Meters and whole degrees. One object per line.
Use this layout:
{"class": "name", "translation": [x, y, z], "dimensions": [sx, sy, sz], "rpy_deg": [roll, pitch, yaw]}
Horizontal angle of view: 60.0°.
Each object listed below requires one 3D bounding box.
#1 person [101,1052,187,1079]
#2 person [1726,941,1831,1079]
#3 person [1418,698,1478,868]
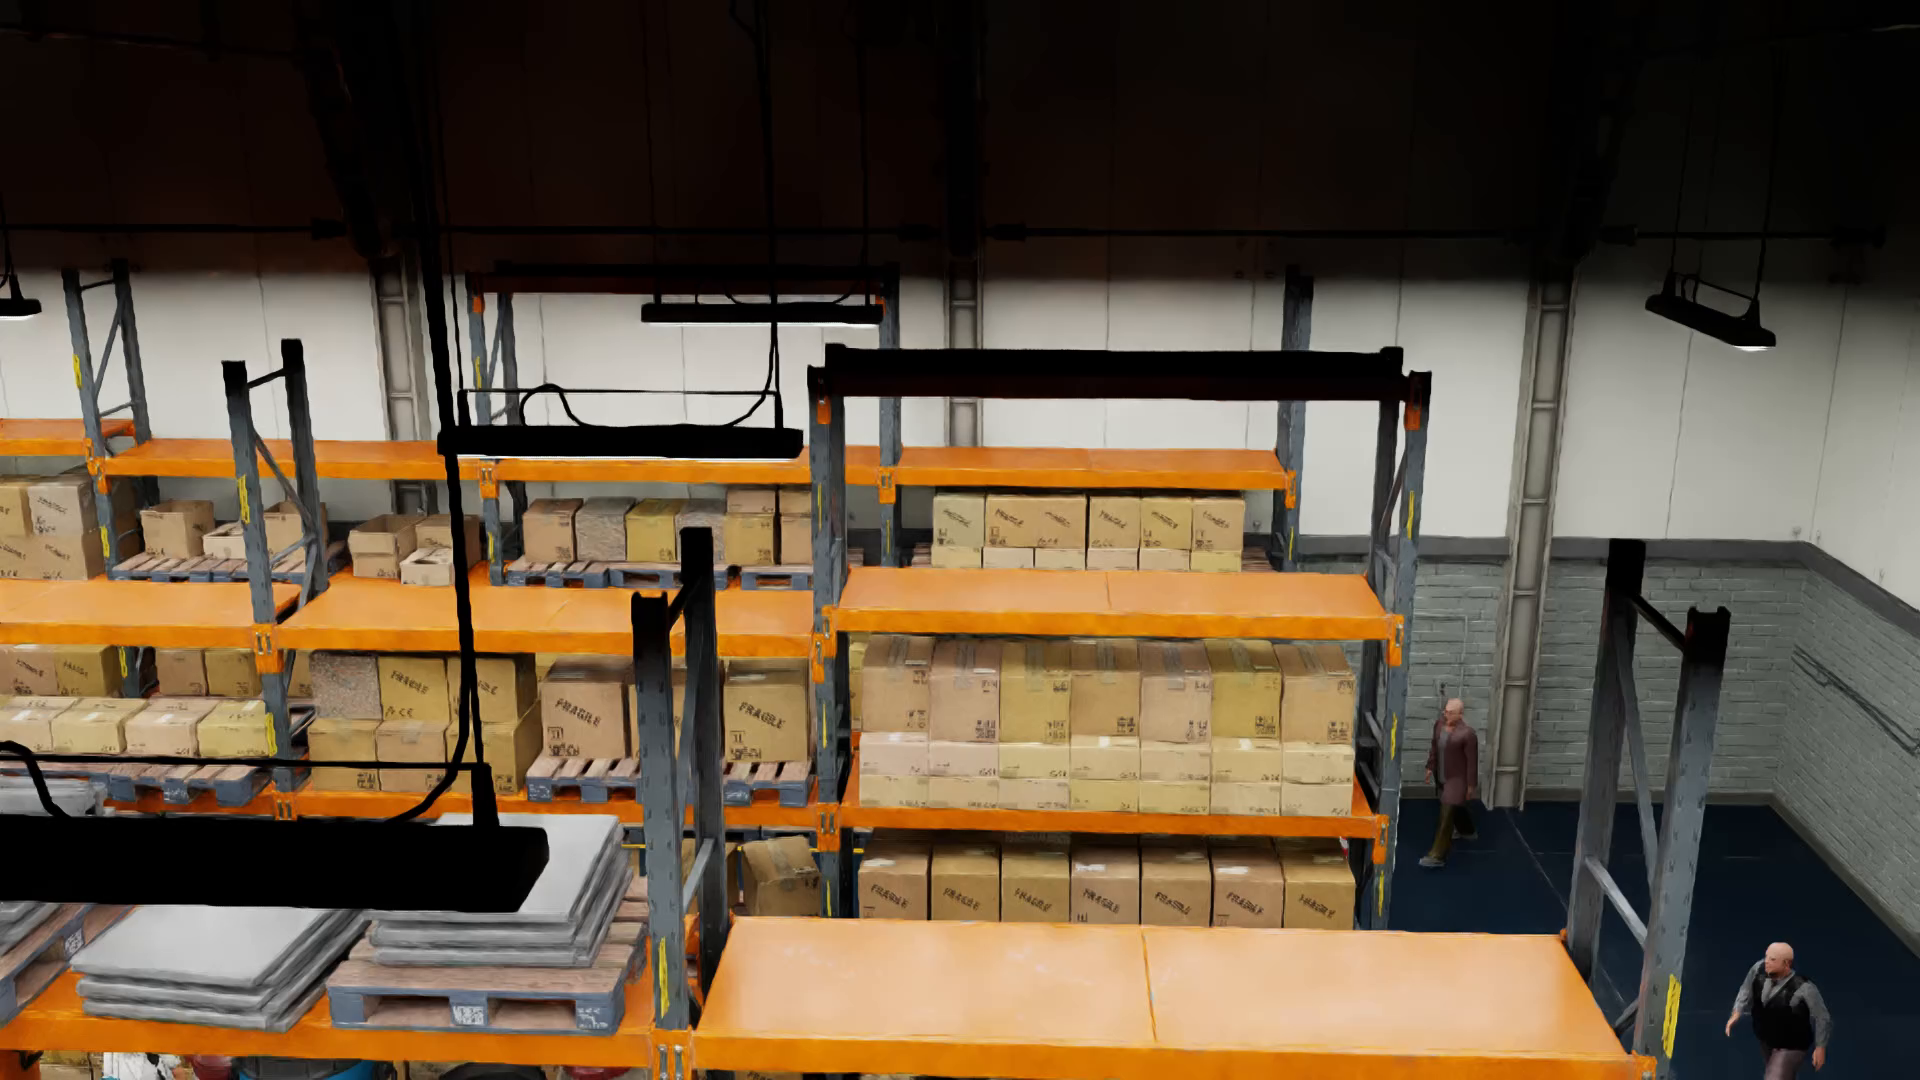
{"class": "person", "translation": [-5.699, 4.025, 11.702], "dimensions": [0.596, 1.668, 0.406], "rpy_deg": [-6, 17, -20]}
{"class": "person", "translation": [6.221, 3.778, 12.582], "dimensions": [0.817, 1.657, 0.687], "rpy_deg": [-5, 17, -16]}
{"class": "person", "translation": [5.033, 2.432, 17.105], "dimensions": [1.010, 1.749, 0.626], "rpy_deg": [-7, 17, -22]}
